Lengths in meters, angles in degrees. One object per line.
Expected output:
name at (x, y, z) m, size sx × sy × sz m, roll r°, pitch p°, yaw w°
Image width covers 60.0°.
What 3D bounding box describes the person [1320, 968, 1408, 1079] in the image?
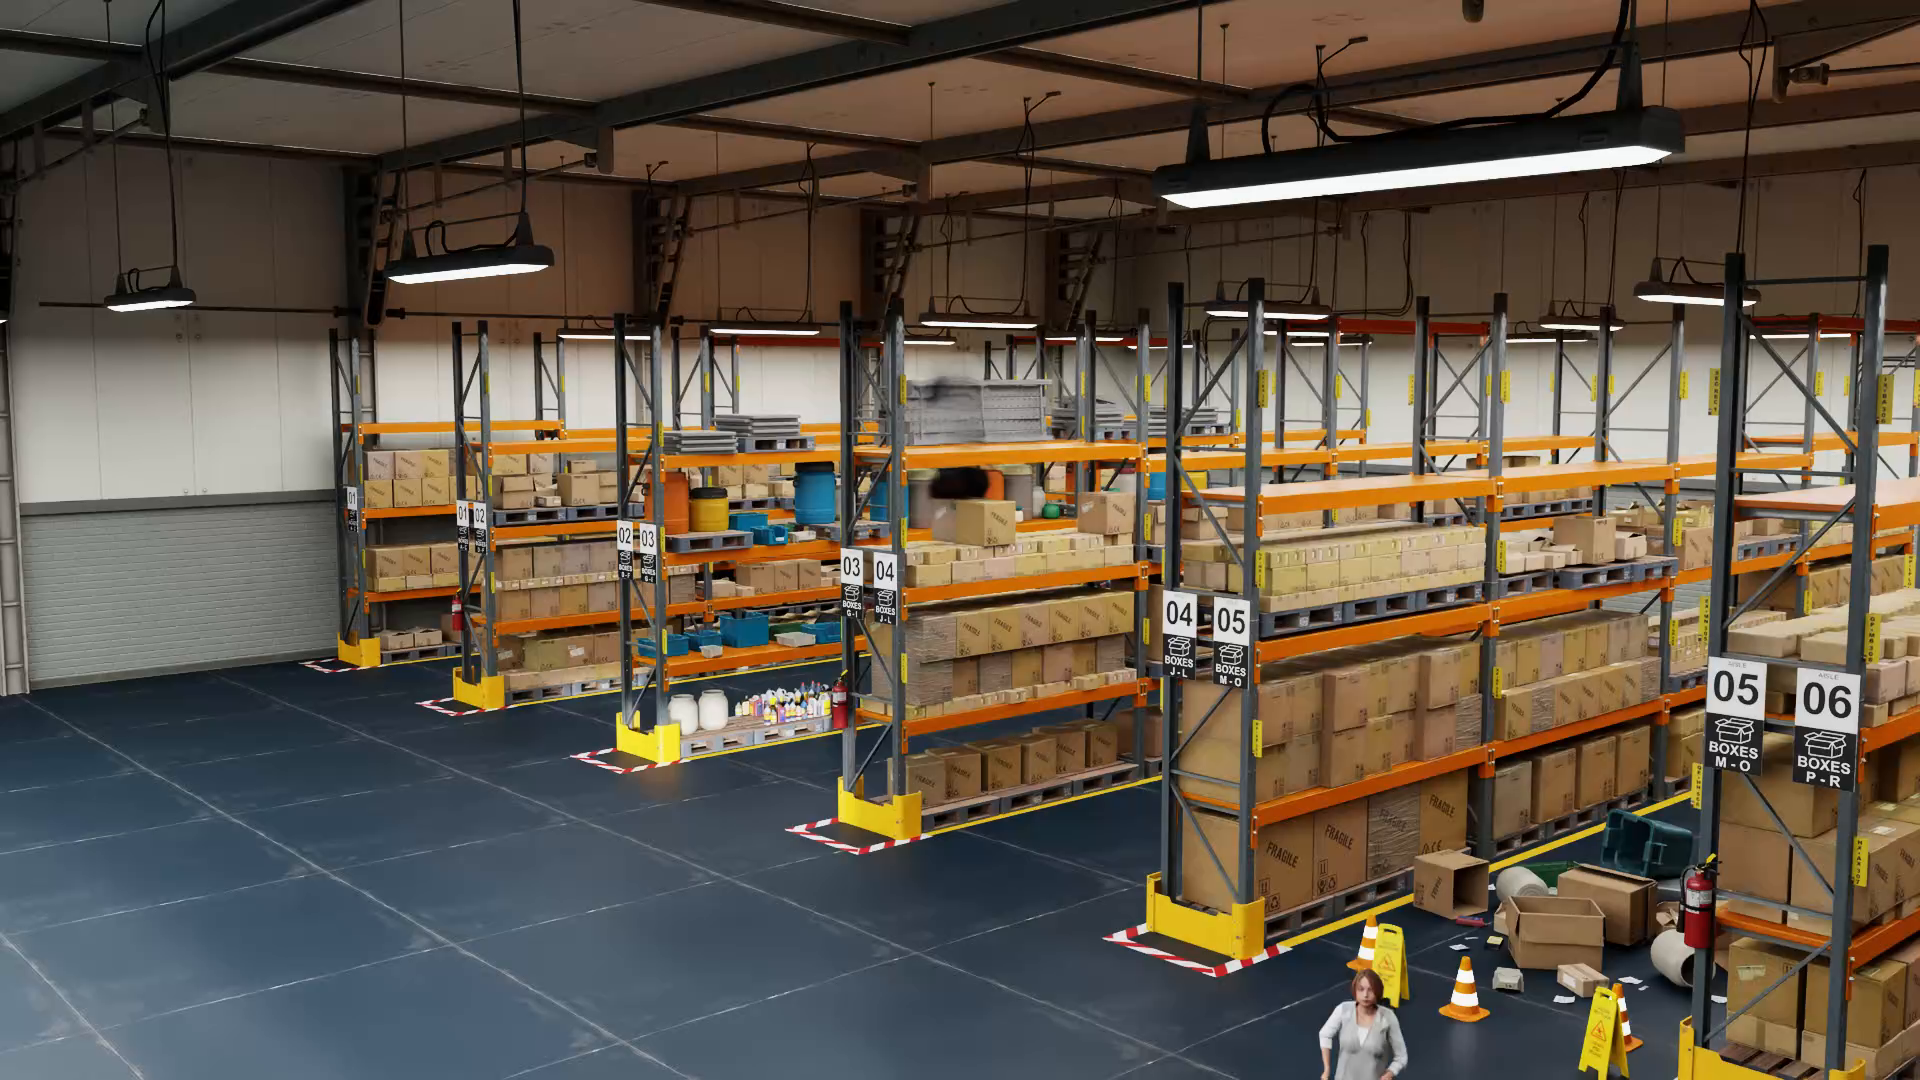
person at (2.460, 3.395, 10.200) m, size 0.544 × 1.554 × 0.547 m, roll 2°, pitch 6°, yaw 18°
